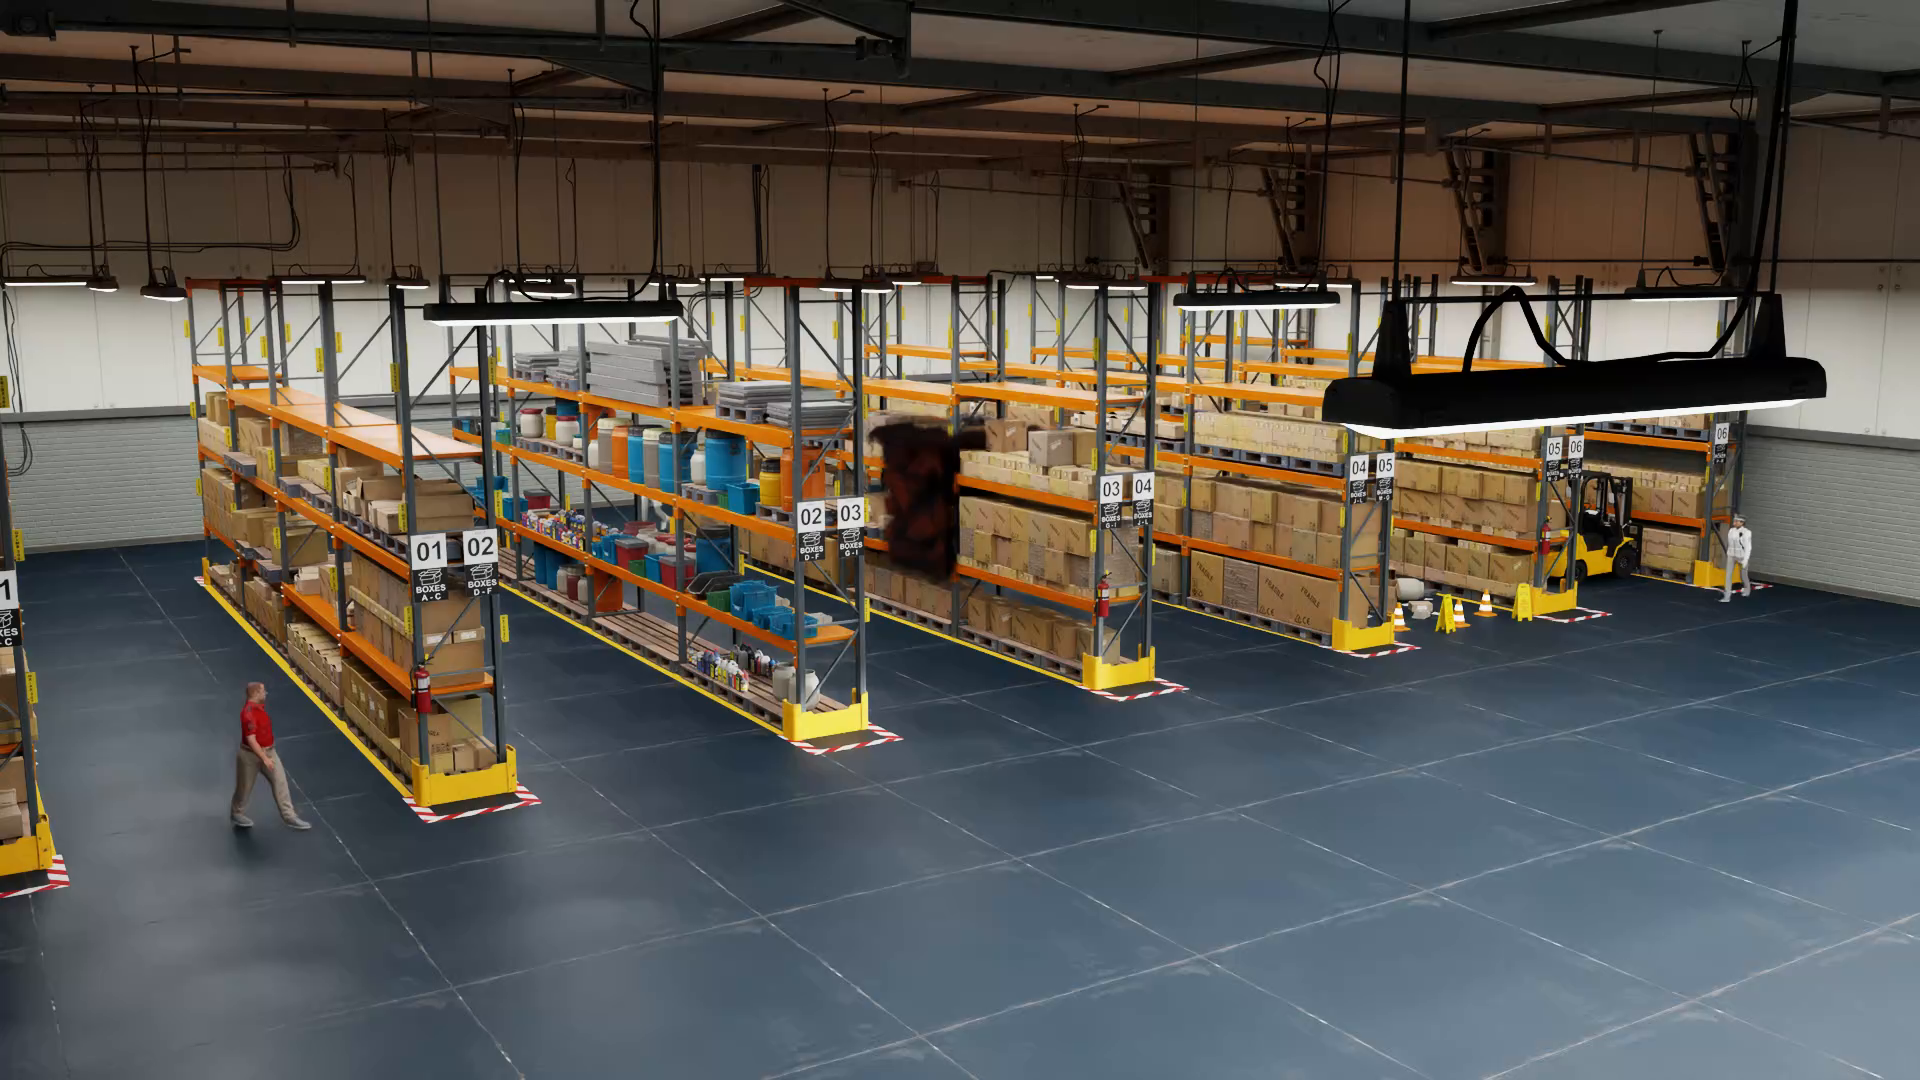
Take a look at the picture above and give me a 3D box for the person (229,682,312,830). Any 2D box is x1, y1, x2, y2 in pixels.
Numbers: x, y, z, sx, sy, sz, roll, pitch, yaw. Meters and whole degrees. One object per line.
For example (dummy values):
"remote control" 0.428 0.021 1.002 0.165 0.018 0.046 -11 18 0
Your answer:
"person" -7.796 2.404 18.531 1.009 1.672 0.477 5 11 27

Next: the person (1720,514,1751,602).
"person" 14.567 0.316 31.100 0.455 1.645 0.919 9 13 41

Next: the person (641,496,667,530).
"person" -7.210 -1.041 38.914 0.625 1.745 0.910 2 10 13
